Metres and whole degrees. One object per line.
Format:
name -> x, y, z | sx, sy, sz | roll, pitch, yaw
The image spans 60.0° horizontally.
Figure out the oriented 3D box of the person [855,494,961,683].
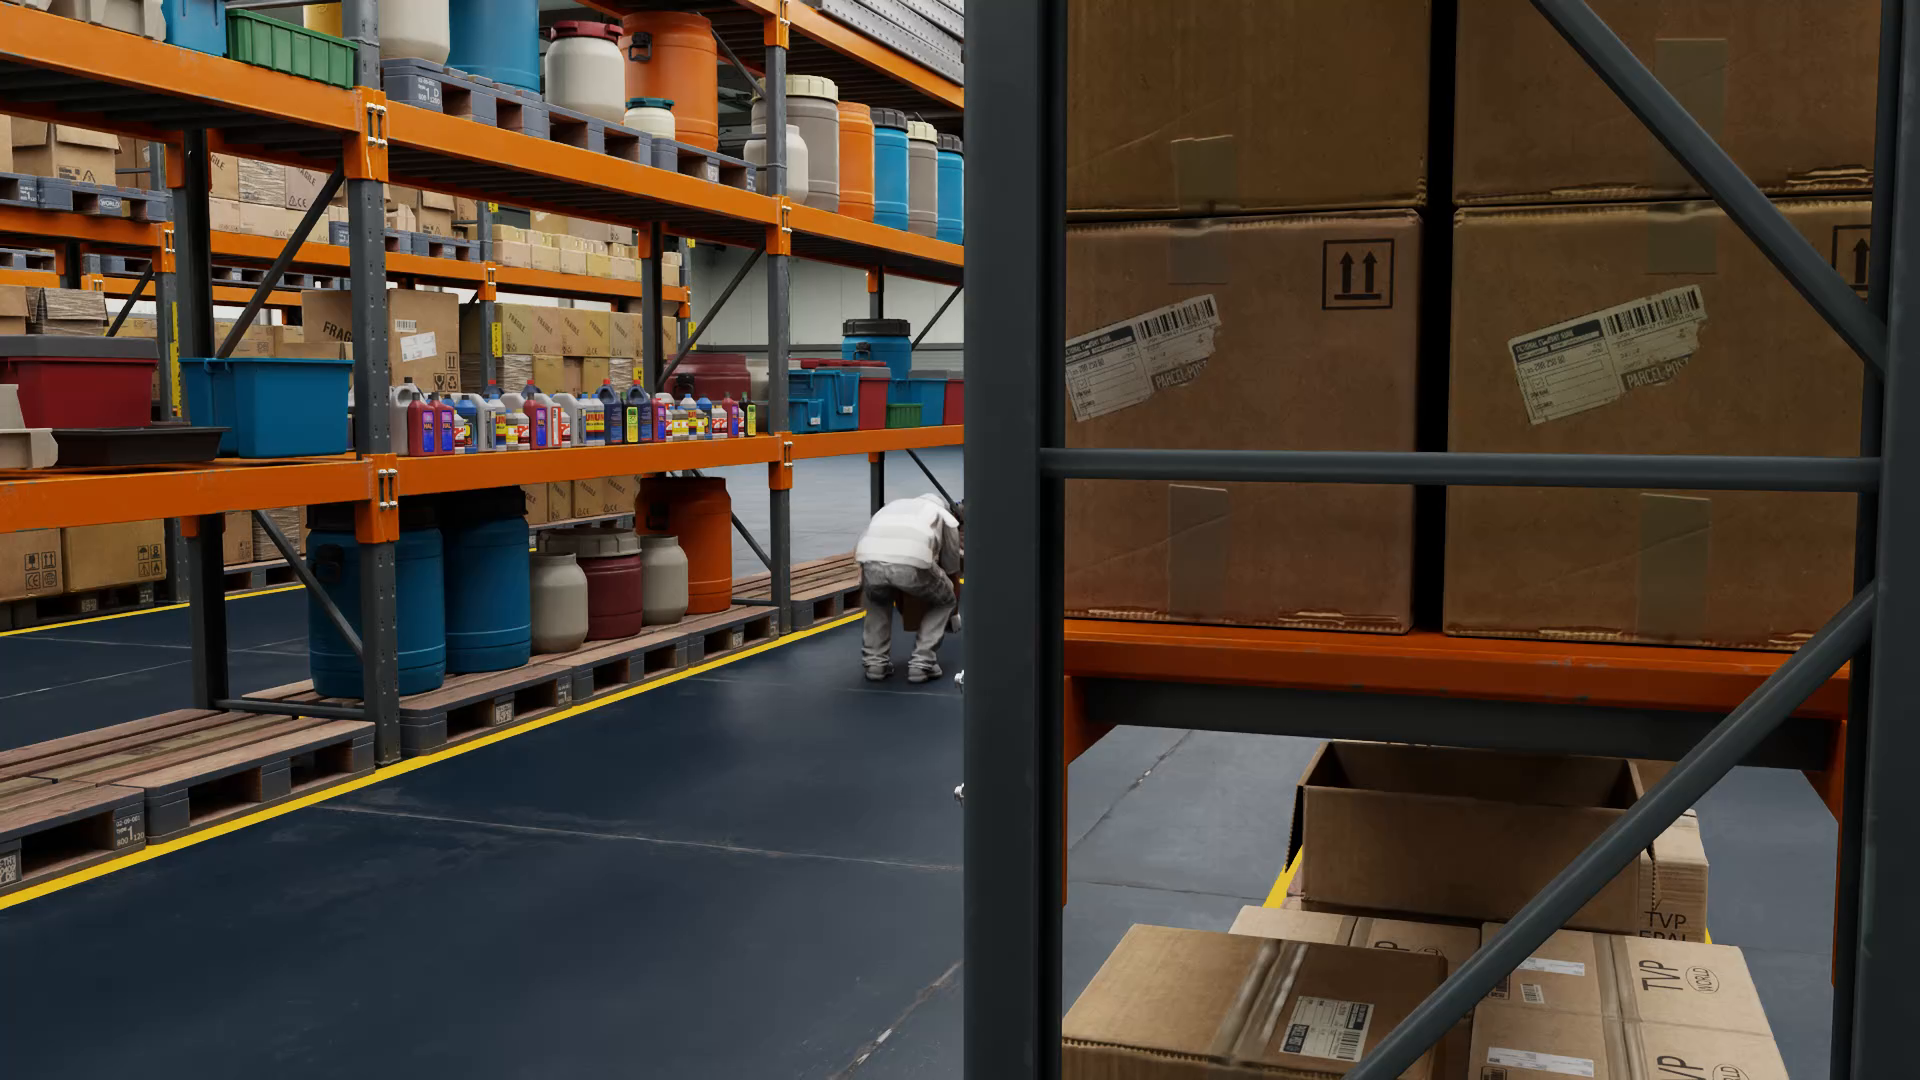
person -> -0.286, 0.258, 9.367 | 0.551, 0.995, 0.970 | 2, 5, 18
